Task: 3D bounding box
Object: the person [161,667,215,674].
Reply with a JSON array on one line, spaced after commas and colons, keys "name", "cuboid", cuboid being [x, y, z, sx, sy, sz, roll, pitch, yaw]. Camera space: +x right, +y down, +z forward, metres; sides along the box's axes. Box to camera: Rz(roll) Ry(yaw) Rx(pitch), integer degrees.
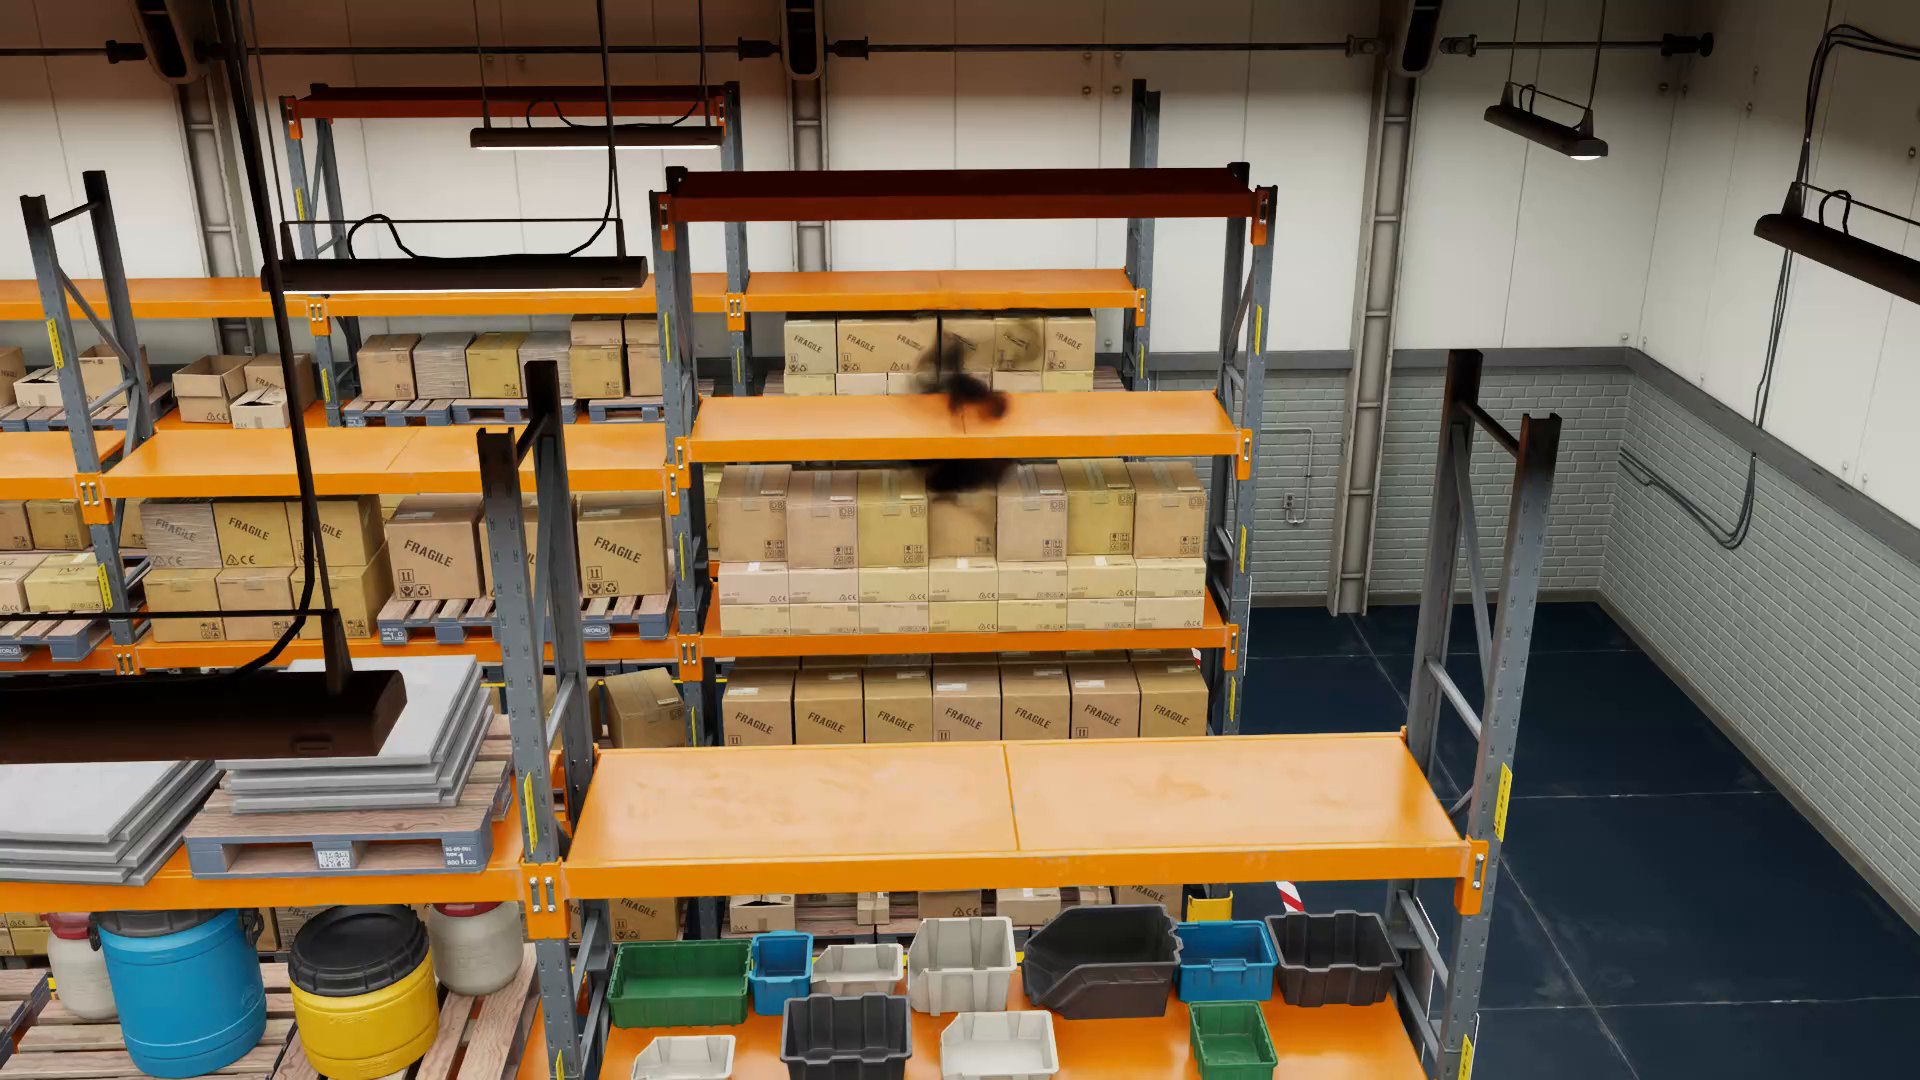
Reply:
[{"name": "person", "cuboid": [-6.929, 1.629, 15.001, 0.643, 1.649, 0.615, -3, 22, -8]}]
